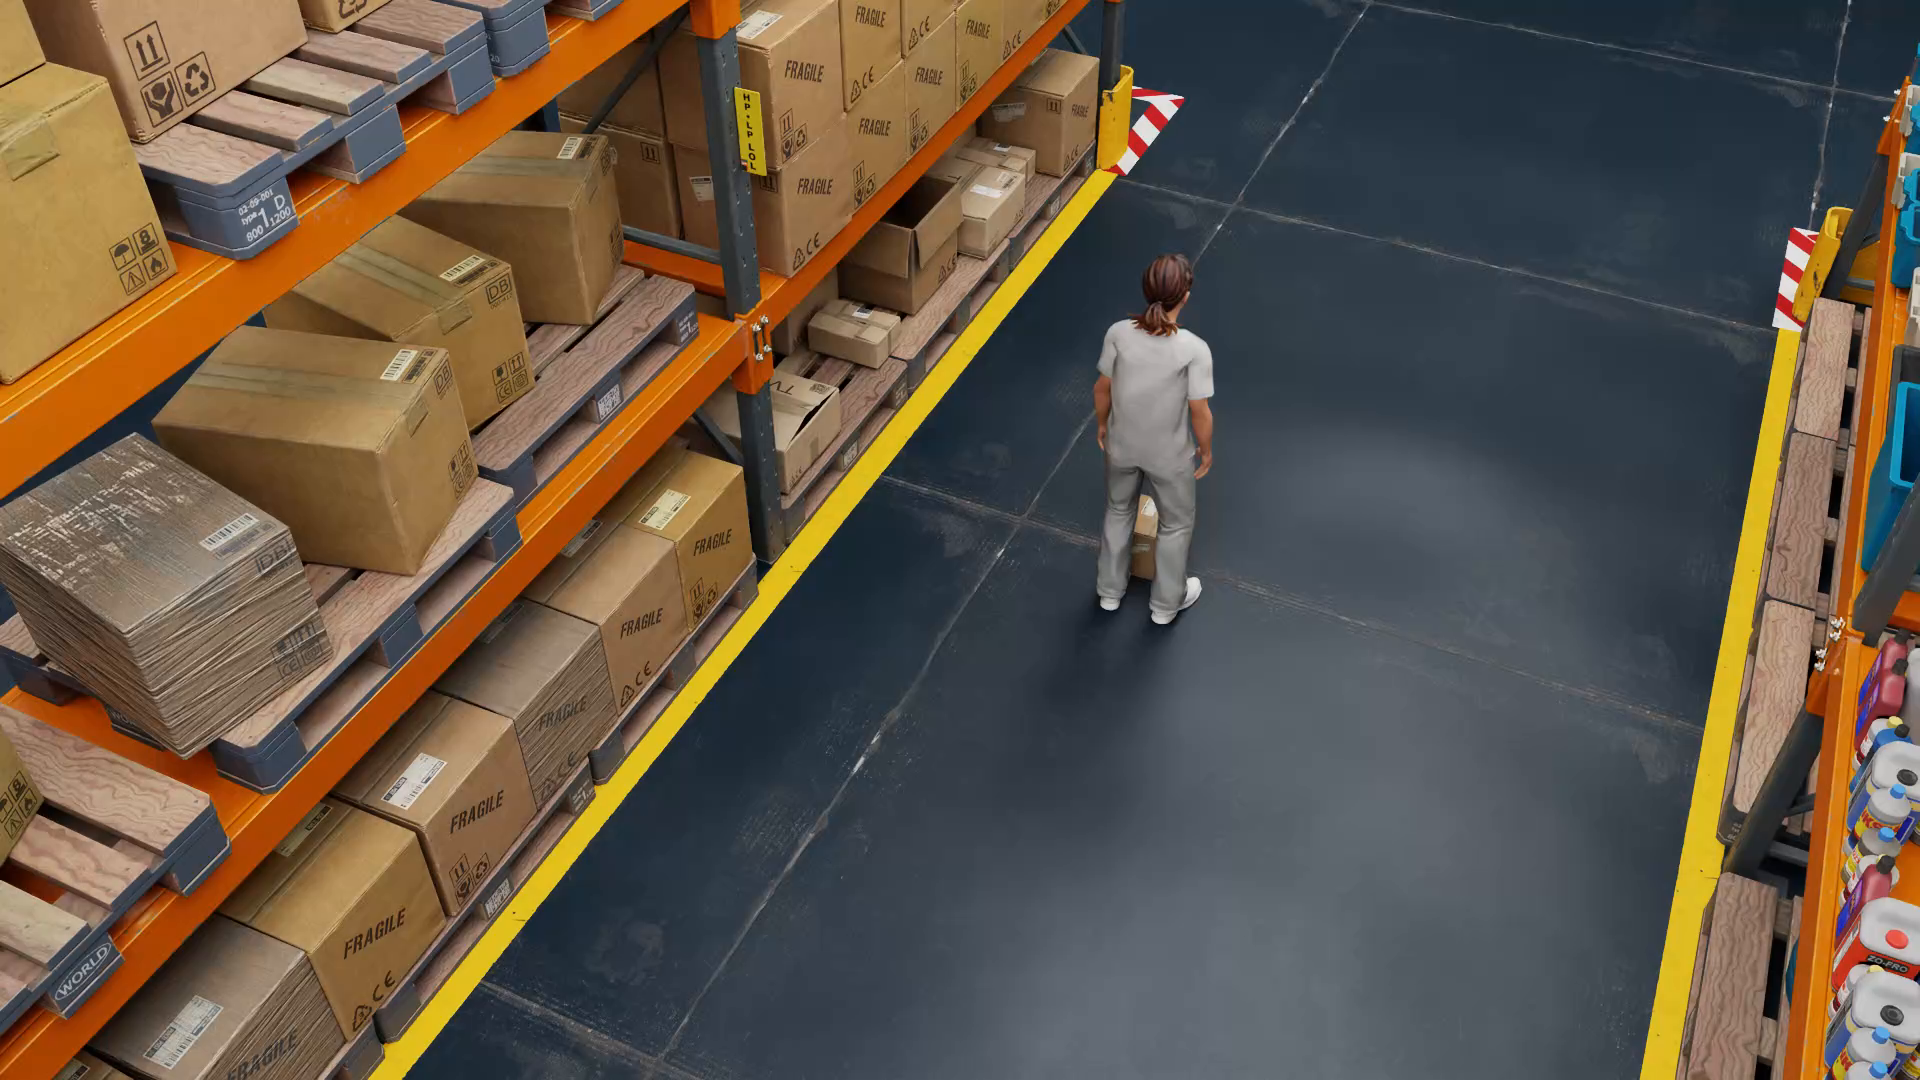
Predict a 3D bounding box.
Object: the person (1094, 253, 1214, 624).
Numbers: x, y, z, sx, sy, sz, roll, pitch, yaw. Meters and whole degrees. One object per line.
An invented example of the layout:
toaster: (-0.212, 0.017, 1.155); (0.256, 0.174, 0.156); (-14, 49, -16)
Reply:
person: (0.757, -0.375, 6.575); (0.486, 1.673, 0.357); (18, 45, 19)
